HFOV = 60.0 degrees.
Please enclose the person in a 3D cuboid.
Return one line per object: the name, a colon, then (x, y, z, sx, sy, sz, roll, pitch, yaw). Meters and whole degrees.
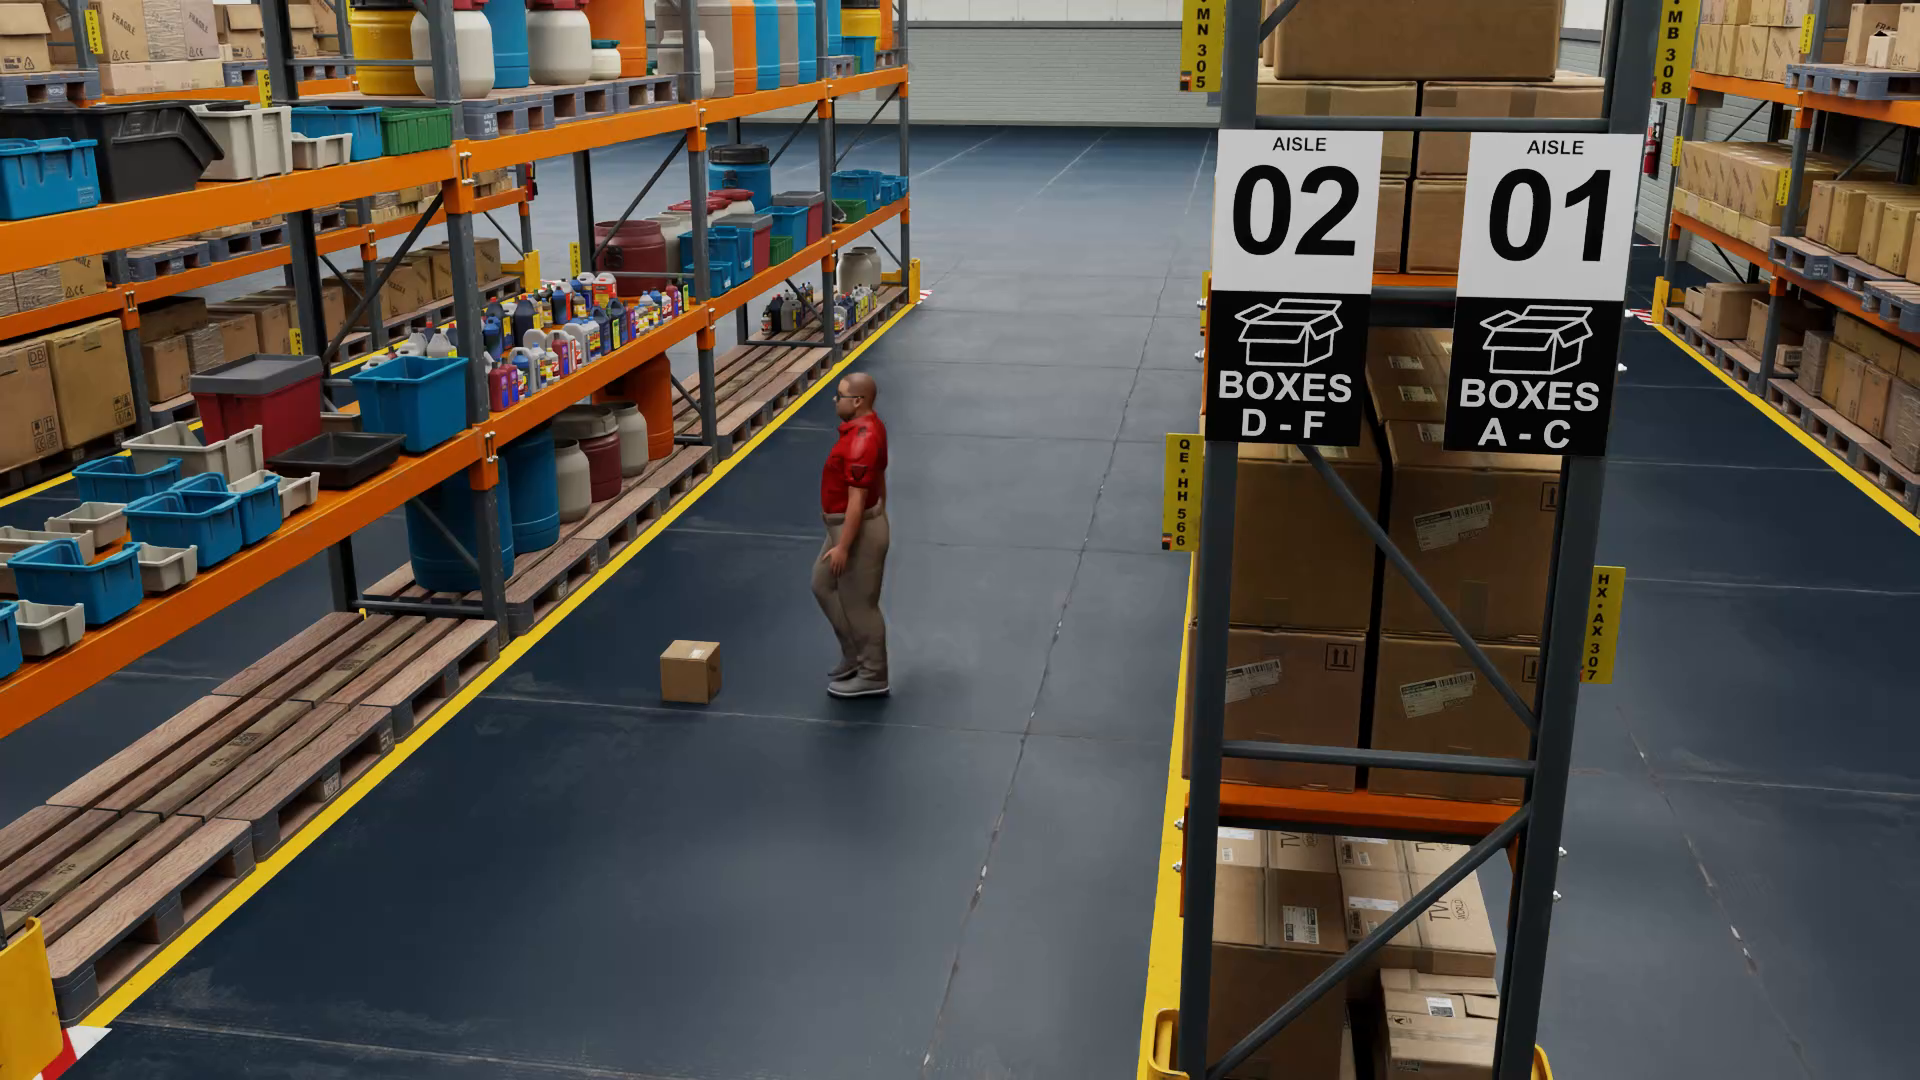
person: (-0.585, -0.003, 8.631, 0.422, 1.762, 0.576, 0, 18, 0)
